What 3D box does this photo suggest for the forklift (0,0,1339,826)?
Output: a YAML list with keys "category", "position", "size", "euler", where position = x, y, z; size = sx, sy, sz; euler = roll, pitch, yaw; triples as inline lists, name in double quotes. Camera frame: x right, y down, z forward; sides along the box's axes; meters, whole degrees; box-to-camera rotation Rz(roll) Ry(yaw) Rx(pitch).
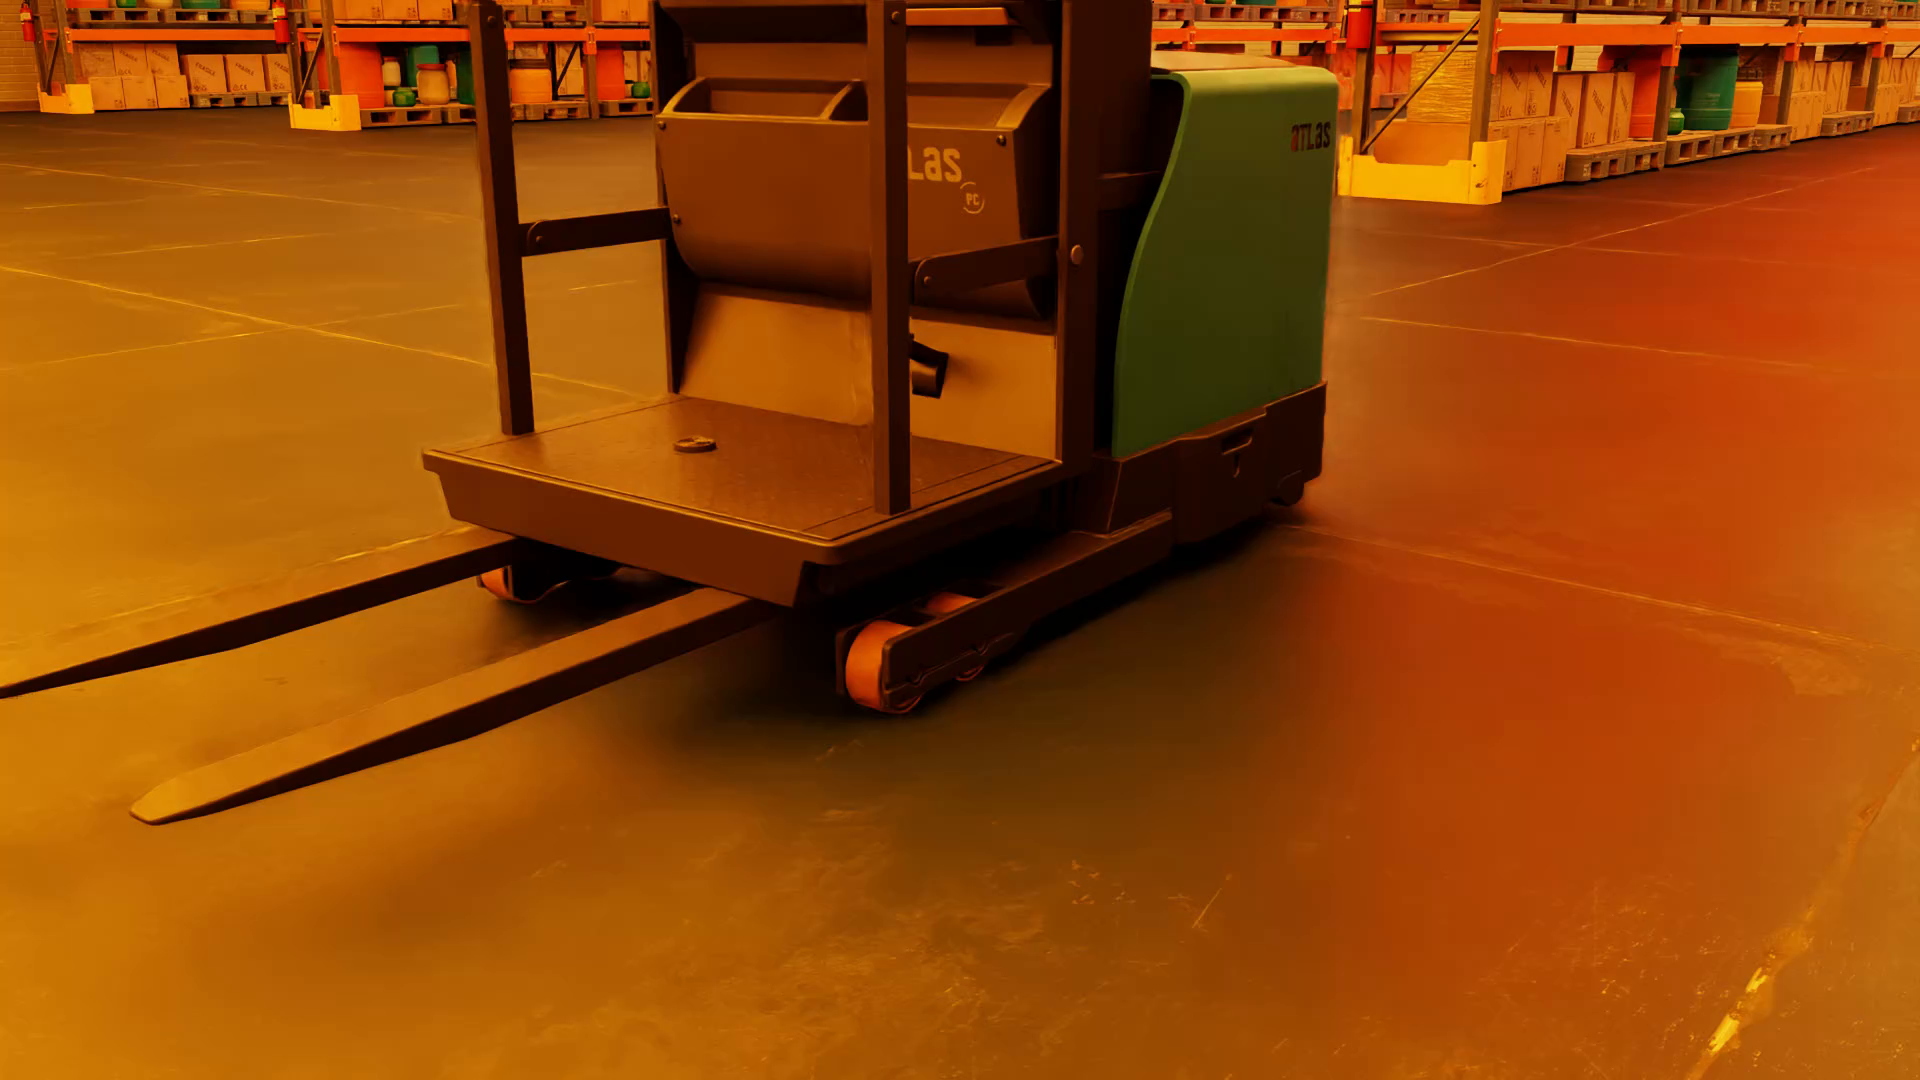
- category: "forklift"
  position: [-0.356, -1.254, 3.028]
  size: [1.130, 2.935, 3.031]
  euler: [12, 21, 35]
